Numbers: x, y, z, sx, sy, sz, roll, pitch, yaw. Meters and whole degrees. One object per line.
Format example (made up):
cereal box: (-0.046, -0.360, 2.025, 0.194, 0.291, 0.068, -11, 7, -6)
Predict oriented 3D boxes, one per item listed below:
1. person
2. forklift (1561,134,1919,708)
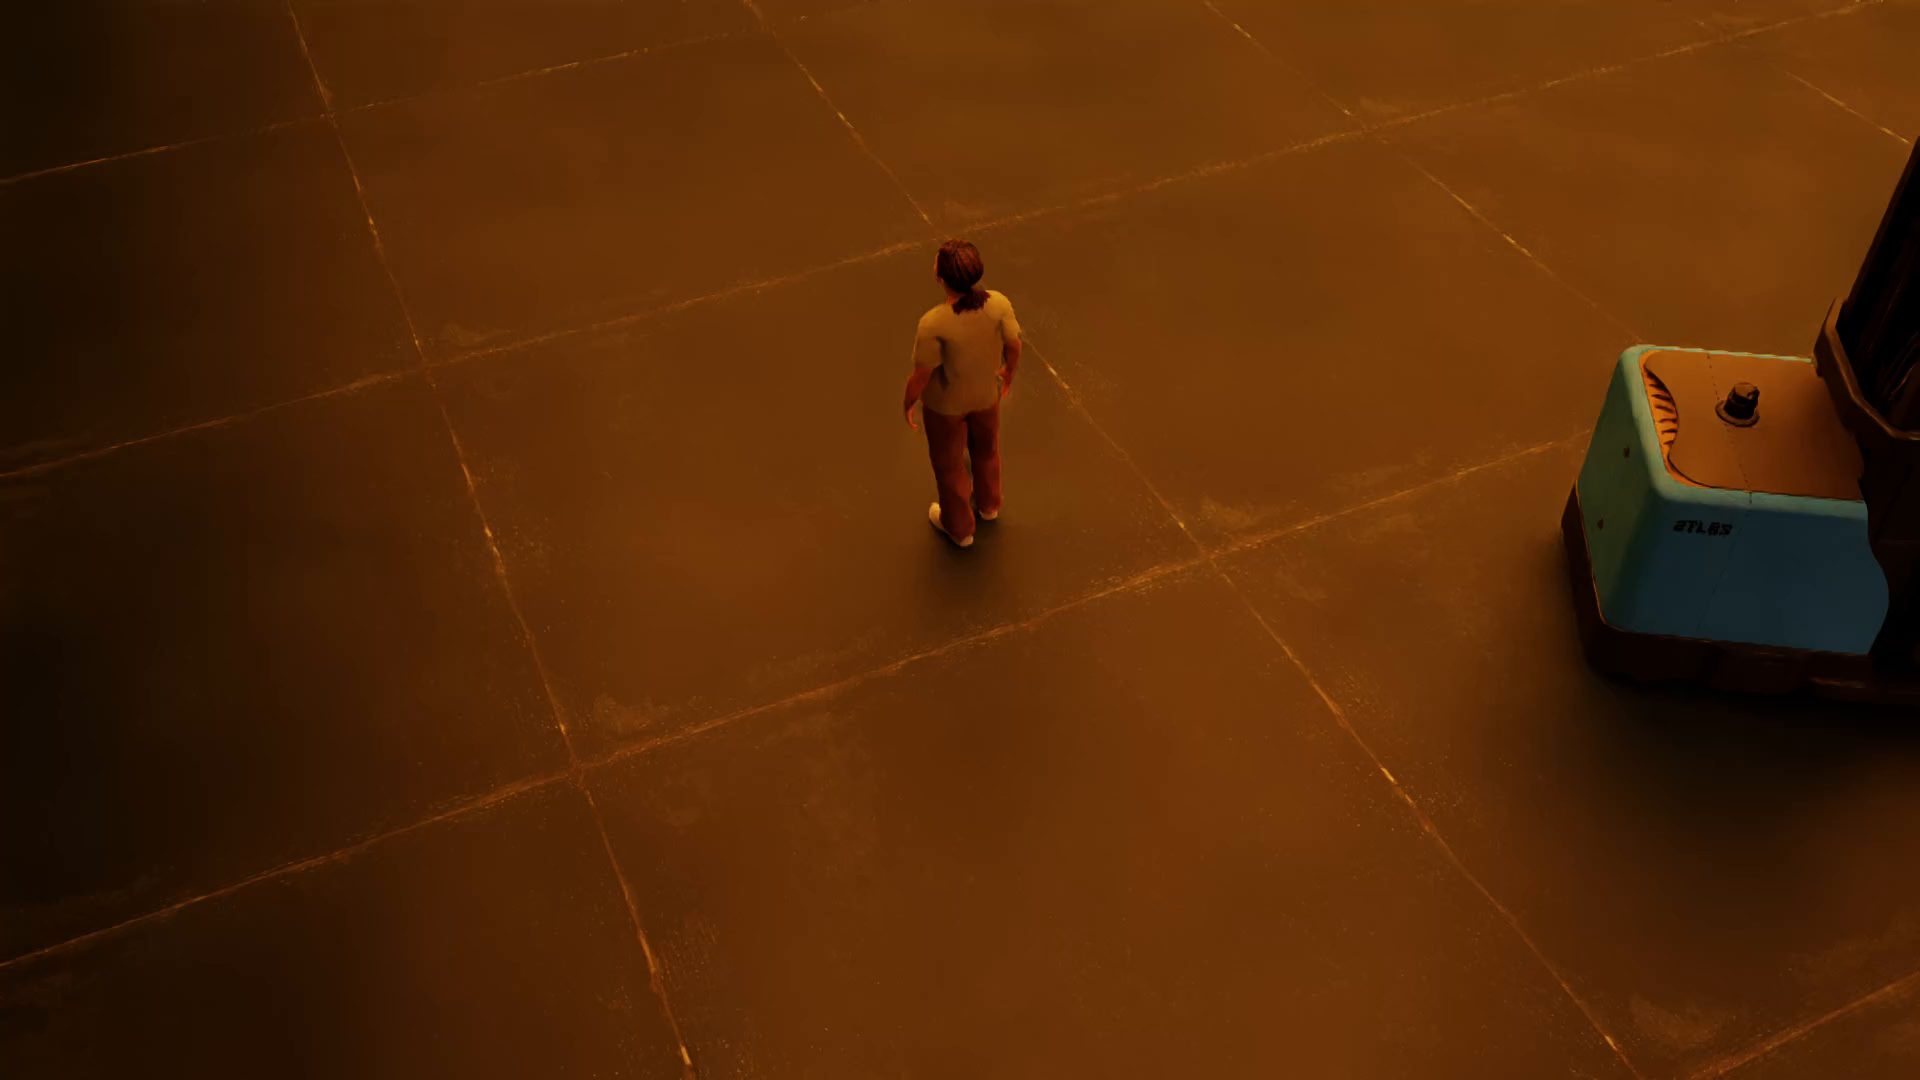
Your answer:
person: (-0.021, -0.666, 7.305, 0.554, 1.673, 0.548, -18, 46, -18)
forklift: (4.264, -0.671, 6.399, 3.031, 2.935, 1.130, 6, 43, 6)
